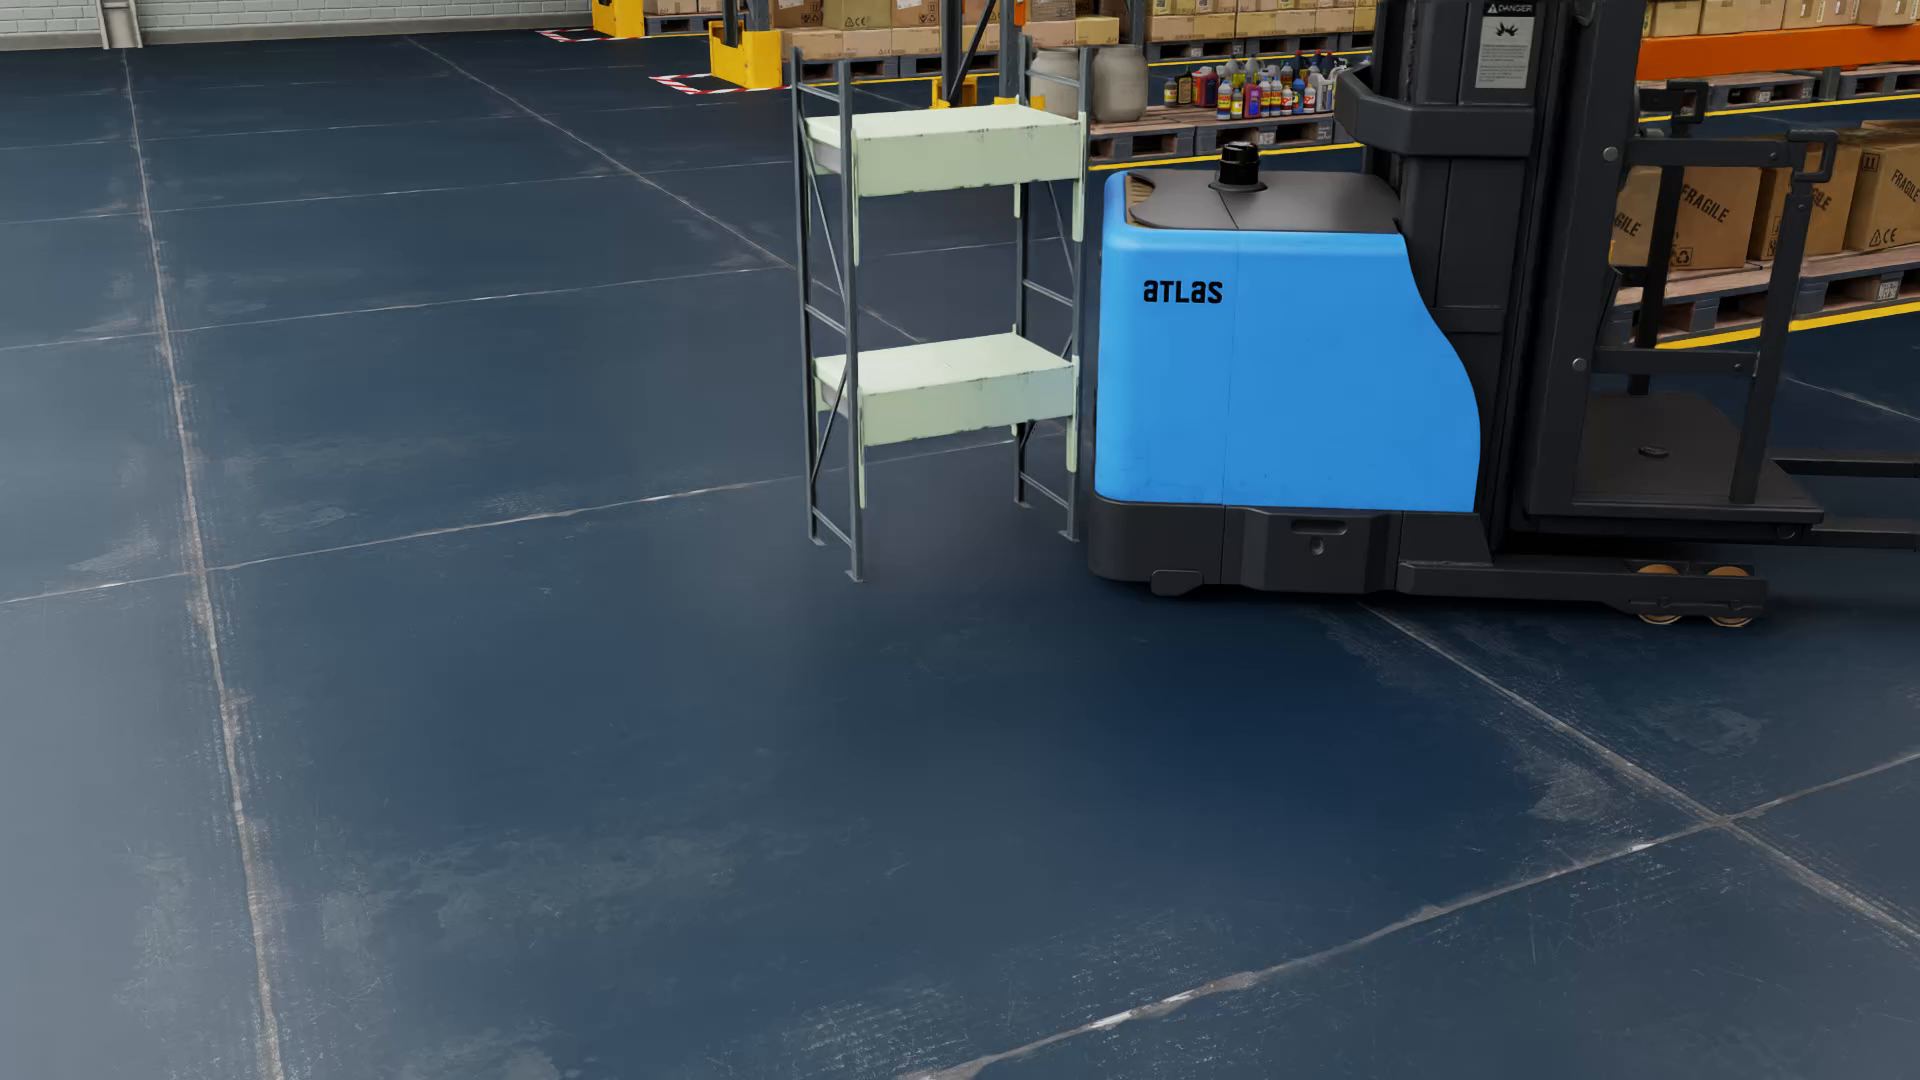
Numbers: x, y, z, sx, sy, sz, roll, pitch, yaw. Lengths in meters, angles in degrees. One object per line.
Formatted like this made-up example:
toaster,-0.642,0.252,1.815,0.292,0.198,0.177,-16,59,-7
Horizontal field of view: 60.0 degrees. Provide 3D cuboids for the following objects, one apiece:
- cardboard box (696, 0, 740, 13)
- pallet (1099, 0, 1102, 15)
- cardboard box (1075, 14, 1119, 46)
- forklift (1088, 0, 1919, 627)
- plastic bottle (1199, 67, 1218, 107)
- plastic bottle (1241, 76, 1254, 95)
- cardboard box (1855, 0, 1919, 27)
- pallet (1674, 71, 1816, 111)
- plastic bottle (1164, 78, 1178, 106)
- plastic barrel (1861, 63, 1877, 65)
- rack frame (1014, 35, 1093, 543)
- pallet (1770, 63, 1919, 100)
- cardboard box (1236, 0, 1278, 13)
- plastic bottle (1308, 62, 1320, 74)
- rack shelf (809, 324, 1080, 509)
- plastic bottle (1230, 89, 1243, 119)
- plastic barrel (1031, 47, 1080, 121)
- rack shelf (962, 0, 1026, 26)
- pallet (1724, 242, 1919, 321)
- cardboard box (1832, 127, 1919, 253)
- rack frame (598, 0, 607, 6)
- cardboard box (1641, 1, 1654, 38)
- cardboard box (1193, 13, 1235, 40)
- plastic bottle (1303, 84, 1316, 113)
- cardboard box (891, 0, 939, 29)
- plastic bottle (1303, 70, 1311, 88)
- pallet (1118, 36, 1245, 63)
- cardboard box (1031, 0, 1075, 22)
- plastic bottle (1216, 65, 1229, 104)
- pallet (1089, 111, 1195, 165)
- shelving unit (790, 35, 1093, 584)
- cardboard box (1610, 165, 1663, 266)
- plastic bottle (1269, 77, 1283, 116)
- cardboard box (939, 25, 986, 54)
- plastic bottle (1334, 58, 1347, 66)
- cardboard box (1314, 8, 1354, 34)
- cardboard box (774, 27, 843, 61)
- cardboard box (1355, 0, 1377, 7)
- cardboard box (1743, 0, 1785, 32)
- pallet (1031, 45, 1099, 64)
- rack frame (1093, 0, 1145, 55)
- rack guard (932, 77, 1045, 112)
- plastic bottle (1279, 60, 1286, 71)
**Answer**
cardboard box,-2.983,-6.592,20.193,0.500,0.311,0.500,-8,24,-19
pallet,1.247,-7.161,22.274,1.213,0.211,1.003,-10,25,-24
cardboard box,1.274,-5.181,16.890,0.500,0.250,0.500,-10,25,-24
forklift,1.921,-1.322,4.613,3.031,2.935,1.130,2,23,5
plastic bottle,1.888,-3.438,12.610,0.133,0.283,0.061,-10,25,-24
plastic bottle,2.206,-3.454,12.757,0.097,0.201,0.097,0,22,0
cardboard box,4.039,-2.396,7.445,0.250,0.149,0.380,-10,25,-24
pallet,6.631,-3.962,14.545,1.213,0.211,1.003,-10,25,-24
plastic bottle,1.602,-3.404,12.636,0.097,0.201,0.097,0,22,0
plastic barrel,8.249,-4.621,15.196,0.421,0.512,0.421,0,22,0
rack frame,0.276,-0.754,5.111,0.023,1.500,0.400,-10,25,-24
pallet,8.038,-4.222,15.174,1.213,0.211,1.003,-10,25,-24
cardboard box,2.996,-5.743,17.514,0.500,0.311,0.500,-11,25,-25
plastic bottle,2.756,-3.588,12.988,0.097,0.271,0.097,0,22,0
rack shelf,-0.054,-0.392,5.089,0.720,0.370,0.431,-10,25,-24
plastic bottle,2.000,-3.159,12.044,0.097,0.201,0.097,0,22,0
plastic barrel,0.697,-3.218,11.807,0.421,0.512,0.421,0,22,0
rack shelf,1.940,-4.038,12.023,4.000,0.370,1.077,-10,25,-24
pallet,4.199,-1.379,8.306,1.213,0.211,1.003,-10,25,-24
cardboard box,4.474,-1.754,8.284,0.500,0.500,0.500,-13,26,-28
rack frame,-4.159,-7.453,19.332,0.127,3.000,1.000,-10,25,-24
cardboard box,2.646,-2.181,6.924,0.250,0.149,0.380,-10,25,-24
cardboard box,2.529,-5.399,17.417,0.500,0.250,0.500,-10,24,-22
plastic bottle,2.580,-3.266,12.302,0.097,0.201,0.097,0,22,0
cardboard box,-0.533,-5.199,15.954,0.500,0.500,0.500,-10,25,-24
plastic bottle,2.628,-3.370,12.445,0.133,0.283,0.061,-10,25,-24
pallet,2.244,-5.257,17.674,1.213,0.211,1.003,-10,25,-24
cardboard box,0.818,-5.449,16.556,0.500,0.500,0.500,-10,25,-24
plastic bottle,1.966,-3.494,12.756,0.135,0.276,0.152,-11,25,-25
pallet,0.920,-2.912,12.008,1.213,0.211,1.003,-10,25,-24
shelving unit,-0.054,-0.694,4.965,0.755,1.500,0.431,-10,25,-24
cardboard box,2.856,-1.468,7.595,0.500,0.500,0.500,-6,23,-14
plastic bottle,2.305,-3.248,12.166,0.097,0.271,0.097,0,22,0
cardboard box,-0.075,-4.930,16.285,0.500,0.250,0.500,-10,25,-24
plastic bottle,2.985,-3.682,13.209,0.135,0.276,0.152,-9,24,-22
cardboard box,3.915,-5.656,18.039,0.500,0.250,0.500,-10,24,-22
cardboard box,-1.428,-4.682,15.685,0.500,0.250,0.500,-10,25,-24
cardboard box,4.370,-5.996,18.125,0.500,0.311,0.500,-11,25,-24
cardboard box,3.327,-2.300,7.214,0.250,0.149,0.380,-10,25,-24
pallet,0.862,-5.004,17.062,1.213,0.211,1.003,-10,25,-24
rack frame,1.597,-6.410,16.813,0.127,3.000,1.000,-10,25,-24
rack guard,0.186,-2.912,11.632,0.348,0.500,1.175,-10,25,-24
plastic bottle,2.497,-3.615,13.037,0.133,0.283,0.061,-9,24,-21
